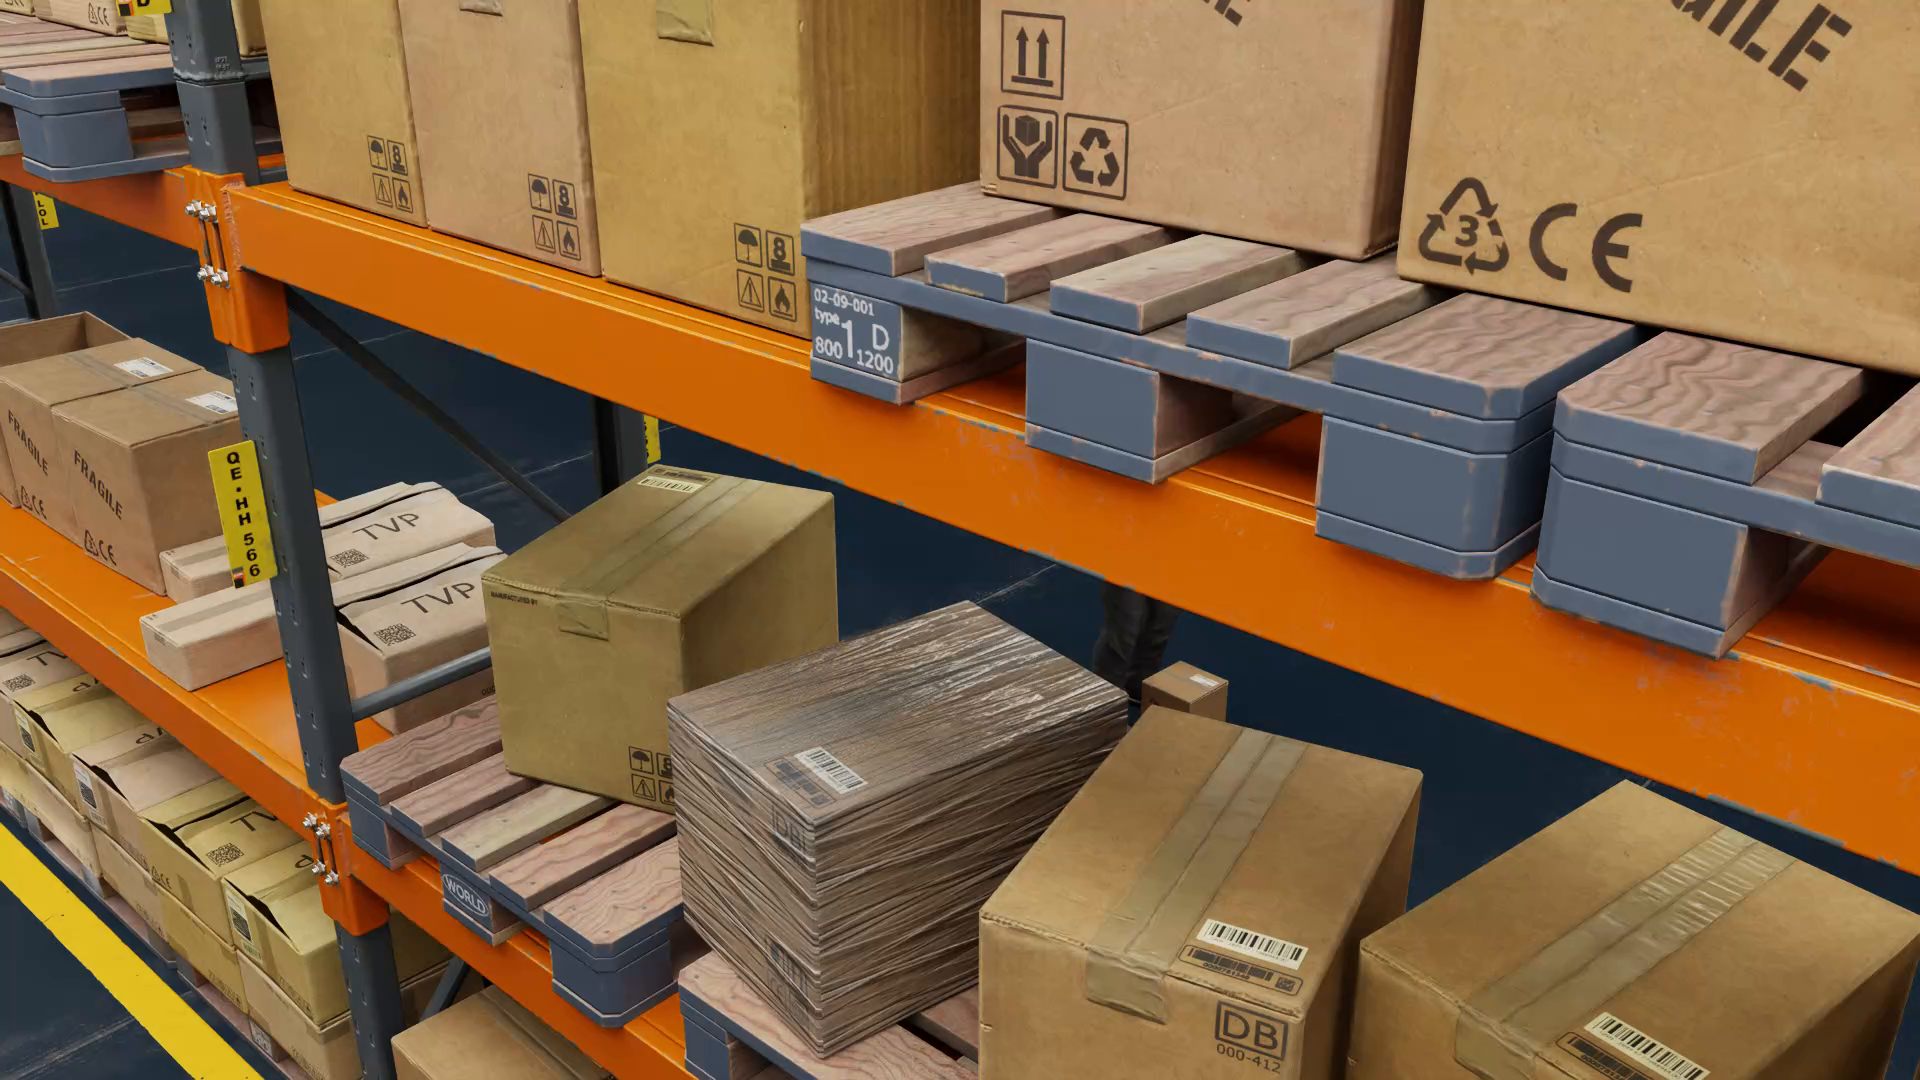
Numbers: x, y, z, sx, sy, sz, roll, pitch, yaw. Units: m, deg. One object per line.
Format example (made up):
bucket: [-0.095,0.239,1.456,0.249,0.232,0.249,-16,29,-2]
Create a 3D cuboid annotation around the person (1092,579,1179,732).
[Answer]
person: [0.737,-0.018,6.648,0.347,1.656,0.529,19,30,35]
